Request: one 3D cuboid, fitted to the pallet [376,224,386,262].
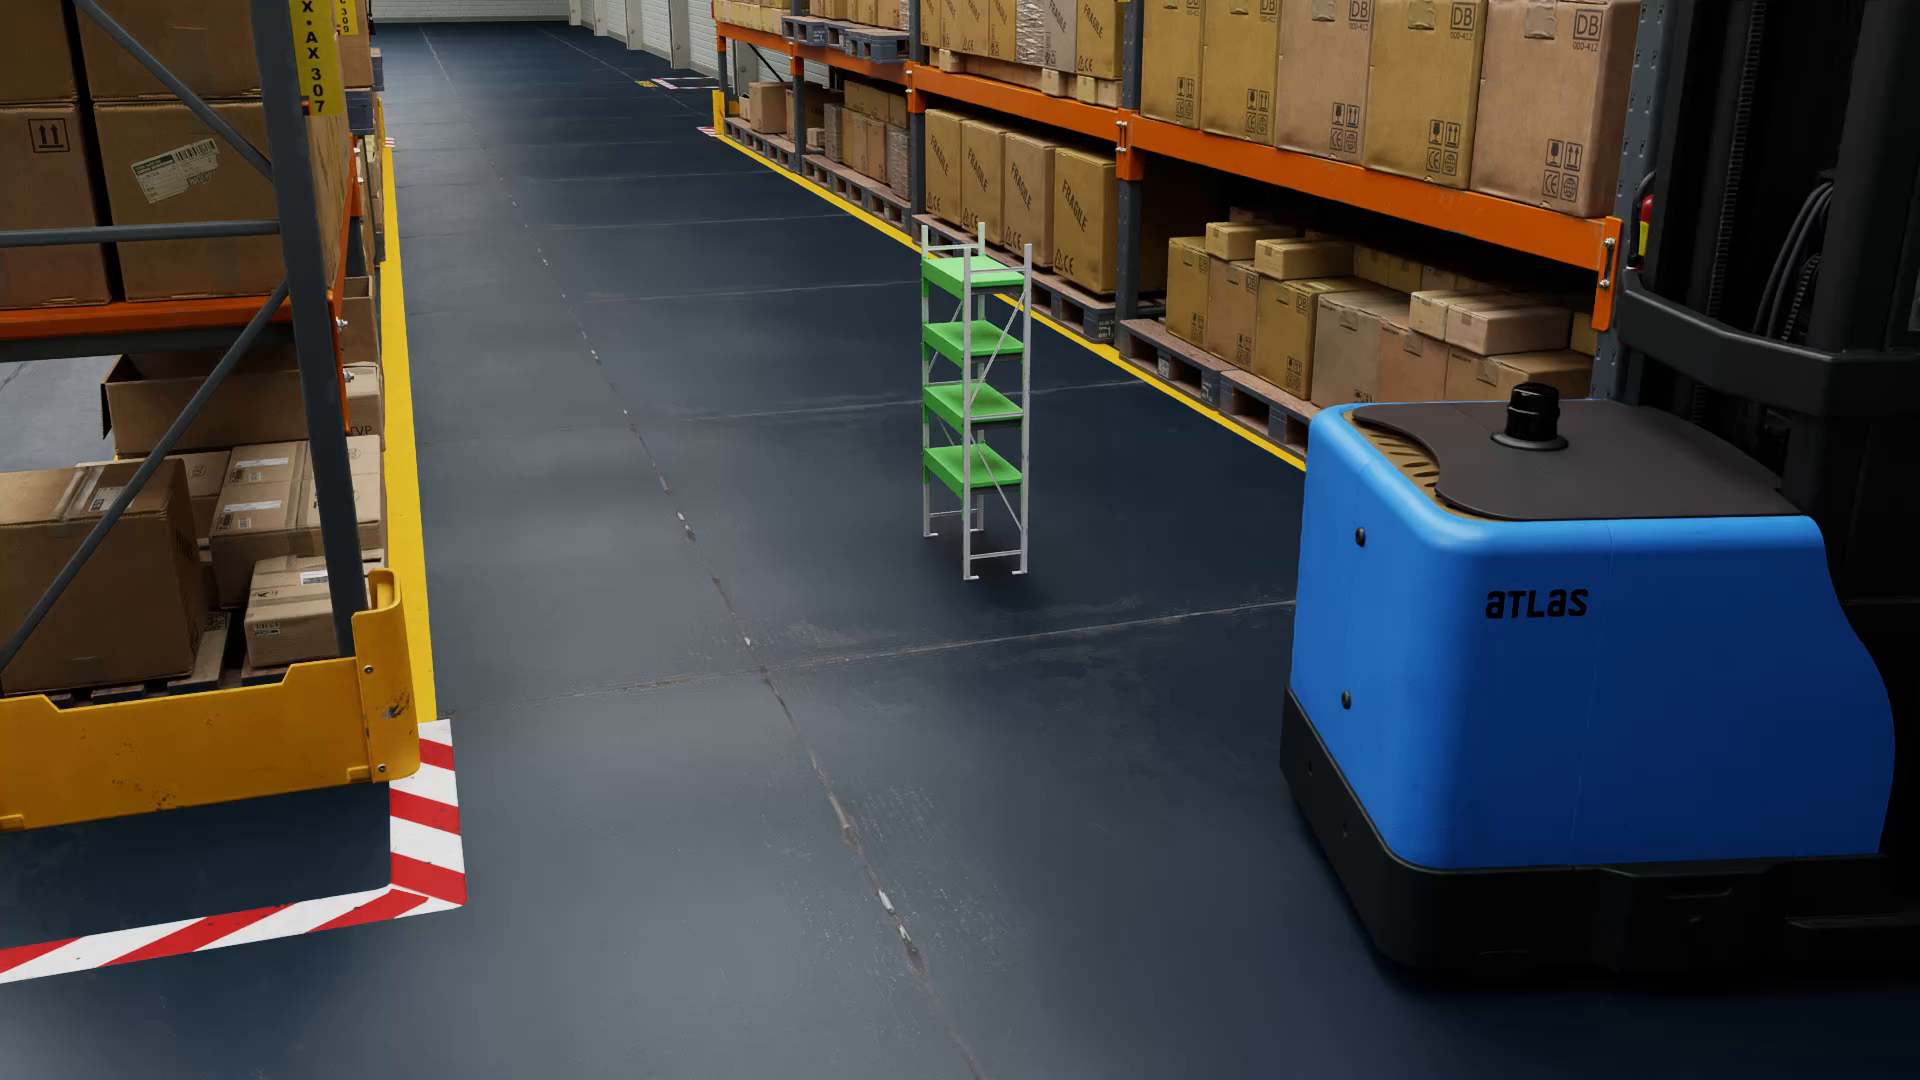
[{"bbox_3d":[-4.813,-2.250,12.368,1.003,0.211,1.213,-6,21,-17],"label":"pallet"}]

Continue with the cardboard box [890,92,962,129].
[{"bbox_3d":[-0.285,-3.620,13.995,0.500,0.250,0.500,-6,21,-16],"label":"cardboard box"}]

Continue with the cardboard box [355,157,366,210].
[{"bbox_3d":[-3.727,-2.057,9.643,0.500,0.250,0.500,-7,21,-18],"label":"cardboard box"}]

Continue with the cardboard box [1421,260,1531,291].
[{"bbox_3d":[2.220,-1.100,7.159,0.380,0.149,0.250,-6,21,-16],"label":"cardboard box"}]

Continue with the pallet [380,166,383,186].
[{"bbox_3d":[-6.058,-3.525,15.917,1.003,0.211,1.213,-6,21,-17],"label":"pallet"}]

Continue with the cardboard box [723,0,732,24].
[{"bbox_3d":[-2.375,-5.972,18.798,0.500,0.250,0.500,-7,21,-19],"label":"cardboard box"}]

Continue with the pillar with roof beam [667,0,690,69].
[{"bbox_3d":[-9.221,-12.473,27.830,9.100,9.000,0.400,-6,21,-17],"label":"pillar with roof beam"}]

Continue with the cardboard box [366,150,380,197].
[{"bbox_3d":[-4.477,-2.661,12.003,0.500,0.311,0.500,-6,21,-15],"label":"cardboard box"}]

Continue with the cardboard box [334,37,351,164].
[{"bbox_3d":[-2.770,-1.759,6.728,0.500,0.500,0.500,-6,21,-16],"label":"cardboard box"}]

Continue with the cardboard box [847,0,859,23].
[{"bbox_3d":[-0.614,-4.804,14.555,0.700,0.500,0.500,-4,20,-10],"label":"cardboard box"}]

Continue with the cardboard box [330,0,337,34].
[{"bbox_3d":[-2.929,-2.393,7.015,0.500,0.500,0.500,-6,21,-17],"label":"cardboard box"}]

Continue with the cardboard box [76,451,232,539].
[{"bbox_3d":[-2.751,-0.096,5.663,0.500,0.250,0.500,-6,21,-17],"label":"cardboard box"}]

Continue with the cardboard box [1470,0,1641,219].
[{"bbox_3d":[2.455,-1.558,5.873,0.980,0.700,0.700,-5,20,-15],"label":"cardboard box"}]

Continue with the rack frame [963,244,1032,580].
[{"bbox_3d":[0.129,-0.433,5.848,0.240,1.200,0.015,-6,21,-17],"label":"rack frame"}]

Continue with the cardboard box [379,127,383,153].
[{"bbox_3d":[-6.011,-3.984,16.517,0.500,0.250,0.500,-6,21,-17],"label":"cardboard box"}]

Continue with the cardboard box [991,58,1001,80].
[{"bbox_3d":[0.425,-3.172,11.153,0.380,0.149,0.250,-6,21,-16],"label":"cardboard box"}]

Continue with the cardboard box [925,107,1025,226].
[{"bbox_3d":[0.217,-2.757,12.215,0.750,0.750,0.750,-7,21,-18],"label":"cardboard box"}]

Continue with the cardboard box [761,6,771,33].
[{"bbox_3d":[-1.732,-5.324,16.995,0.500,0.250,0.500,-6,21,-17],"label":"cardboard box"}]

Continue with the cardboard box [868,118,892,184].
[{"bbox_3d":[-0.400,-3.412,14.524,0.700,0.500,0.500,-7,21,-17],"label":"cardboard box"}]

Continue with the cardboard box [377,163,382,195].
[{"bbox_3d":[-4.966,-2.889,13.468,0.500,0.250,0.500,-6,21,-16],"label":"cardboard box"}]

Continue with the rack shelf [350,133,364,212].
[{"bbox_3d":[-3.962,-2.313,9.484,1.077,0.370,4.000,-6,21,-17],"label":"rack shelf"}]

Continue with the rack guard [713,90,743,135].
[{"bbox_3d":[-2.380,-5.188,20.120,1.175,0.500,0.348,-6,21,-17],"label":"rack guard"}]

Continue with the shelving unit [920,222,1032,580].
[{"bbox_3d":[0.052,-0.512,6.066,0.258,1.200,0.503,-6,21,-17],"label":"shelving unit"}]

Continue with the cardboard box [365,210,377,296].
[{"bbox_3d":[-3.741,-1.715,9.802,0.500,0.500,0.500,-7,21,-19],"label":"cardboard box"}]

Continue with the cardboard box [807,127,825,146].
[{"bbox_3d":[-1.343,-4.147,17.065,0.380,0.166,0.250,-9,22,-24],"label":"cardboard box"}]

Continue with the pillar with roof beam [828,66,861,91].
[{"bbox_3d":[-5.450,-8.622,17.108,9.100,9.000,0.400,-6,21,-17],"label":"pillar with roof beam"}]

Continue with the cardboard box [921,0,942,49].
[{"bbox_3d":[0.020,-3.835,12.038,0.500,0.500,0.500,-6,21,-16],"label":"cardboard box"}]

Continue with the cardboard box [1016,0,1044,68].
[{"bbox_3d":[0.664,-3.180,10.216,0.500,0.500,0.500,-6,21,-17],"label":"cardboard box"}]

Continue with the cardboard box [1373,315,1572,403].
[{"bbox_3d":[2.153,-0.650,6.865,0.700,0.500,0.500,-6,21,-17],"label":"cardboard box"}]

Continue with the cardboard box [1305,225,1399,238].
[{"bbox_3d":[1.899,-1.428,8.071,0.380,0.149,0.250,-7,21,-19],"label":"cardboard box"}]

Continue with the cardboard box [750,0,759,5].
[{"bbox_3d":[-1.899,-5.838,17.315,0.500,0.500,0.500,-7,21,-19],"label":"cardboard box"}]

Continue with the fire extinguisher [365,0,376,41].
[{"bbox_3d":[-6.702,-5.912,18.553,0.296,0.674,0.183,-6,21,-17],"label":"fire extinguisher"}]

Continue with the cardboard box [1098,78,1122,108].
[{"bbox_3d":[0.993,-2.507,9.302,0.380,0.149,0.250,-6,21,-17],"label":"cardboard box"}]

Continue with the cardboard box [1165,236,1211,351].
[{"bbox_3d":[1.505,-1.308,8.697,0.700,0.500,0.500,-6,21,-17],"label":"cardboard box"}]

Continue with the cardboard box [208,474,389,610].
[{"bbox_3d":[-2.135,-0.005,5.409,0.500,0.250,0.500,-6,21,-17],"label":"cardboard box"}]

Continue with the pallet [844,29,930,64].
[{"bbox_3d":[-0.215,-3.948,13.256,1.213,0.211,1.003,-6,21,-17],"label":"pallet"}]

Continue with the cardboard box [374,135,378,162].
[{"bbox_3d":[-5.125,-3.319,13.836,0.500,0.311,0.500,-6,21,-17],"label":"cardboard box"}]

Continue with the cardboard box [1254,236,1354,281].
[{"bbox_3d":[1.604,-1.317,7.762,0.380,0.149,0.250,-7,21,-19],"label":"cardboard box"}]

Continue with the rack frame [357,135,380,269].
[{"bbox_3d":[-4.591,-3.294,11.149,1.000,3.000,0.127,-6,21,-17],"label":"rack frame"}]

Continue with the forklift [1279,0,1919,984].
[{"bbox_3d":[2.405,-0.590,3.723,3.031,2.935,1.130,-1,20,-4],"label":"forklift"}]

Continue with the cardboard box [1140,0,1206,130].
[{"bbox_3d":[1.523,-2.503,8.504,0.980,0.700,0.700,-6,21,-16],"label":"cardboard box"}]

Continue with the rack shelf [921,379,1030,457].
[{"bbox_3d":[0.052,-0.451,6.087,0.258,0.148,0.480,-6,21,-17],"label":"rack shelf"}]

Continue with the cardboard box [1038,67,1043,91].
[{"bbox_3d":[0.700,-2.838,10.222,0.380,0.149,0.250,-6,21,-17],"label":"cardboard box"}]

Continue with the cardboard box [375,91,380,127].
[{"bbox_3d":[-6.011,-4.337,16.391,0.500,0.500,0.500,-6,21,-17],"label":"cardboard box"}]

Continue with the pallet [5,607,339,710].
[{"bbox_3d":[-2.352,0.306,5.253,1.003,0.211,1.213,-6,21,-17],"label":"pallet"}]

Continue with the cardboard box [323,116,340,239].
[{"bbox_3d":[-2.133,-1.109,4.919,0.500,0.500,0.500,-7,21,-18],"label":"cardboard box"}]

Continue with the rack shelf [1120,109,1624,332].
[{"bbox_3d":[1.996,-1.557,7.379,1.077,0.370,4.000,-6,21,-17],"label":"rack shelf"}]

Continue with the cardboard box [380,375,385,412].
[{"bbox_3d":[-2.711,-0.609,7.241,0.380,0.149,0.250,-6,21,-17],"label":"cardboard box"}]

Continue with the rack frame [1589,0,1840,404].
[{"bbox_3d":[2.625,-1.254,5.471,1.000,3.000,0.127,-6,21,-17],"label":"rack frame"}]

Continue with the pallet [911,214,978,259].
[{"bbox_3d":[0.287,-2.248,12.363,1.003,0.211,1.213,-6,21,-17],"label":"pallet"}]
